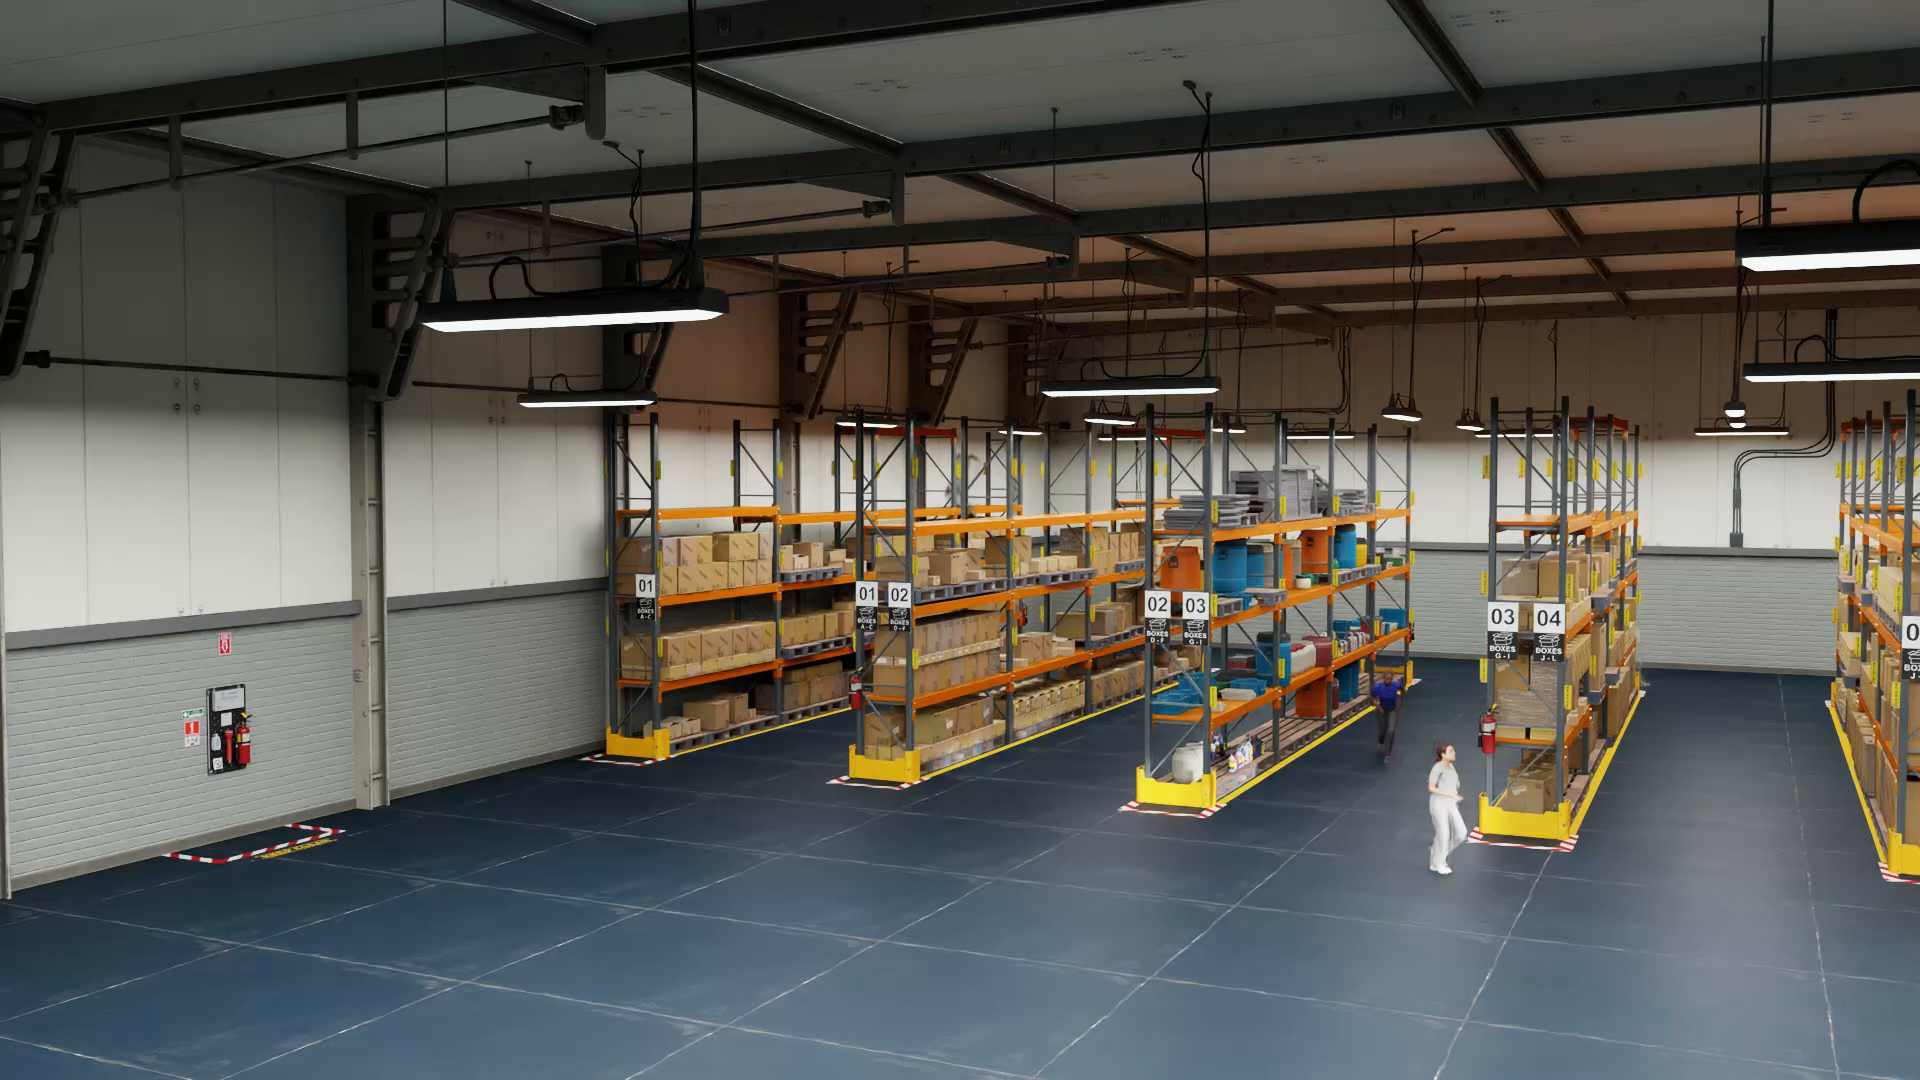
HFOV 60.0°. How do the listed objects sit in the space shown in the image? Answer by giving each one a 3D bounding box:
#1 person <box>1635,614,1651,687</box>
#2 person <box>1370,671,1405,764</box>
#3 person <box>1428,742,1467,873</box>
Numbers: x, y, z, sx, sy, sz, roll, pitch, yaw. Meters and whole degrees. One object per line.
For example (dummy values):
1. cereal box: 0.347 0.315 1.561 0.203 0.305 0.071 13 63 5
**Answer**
1. person: 15.371 2.507 38.119 0.899 1.760 0.743 1 3 22
2. person: 7.380 3.024 28.795 0.610 1.616 0.976 0 2 5
3. person: 6.016 3.314 20.547 0.548 1.638 0.558 -2 3 -38
